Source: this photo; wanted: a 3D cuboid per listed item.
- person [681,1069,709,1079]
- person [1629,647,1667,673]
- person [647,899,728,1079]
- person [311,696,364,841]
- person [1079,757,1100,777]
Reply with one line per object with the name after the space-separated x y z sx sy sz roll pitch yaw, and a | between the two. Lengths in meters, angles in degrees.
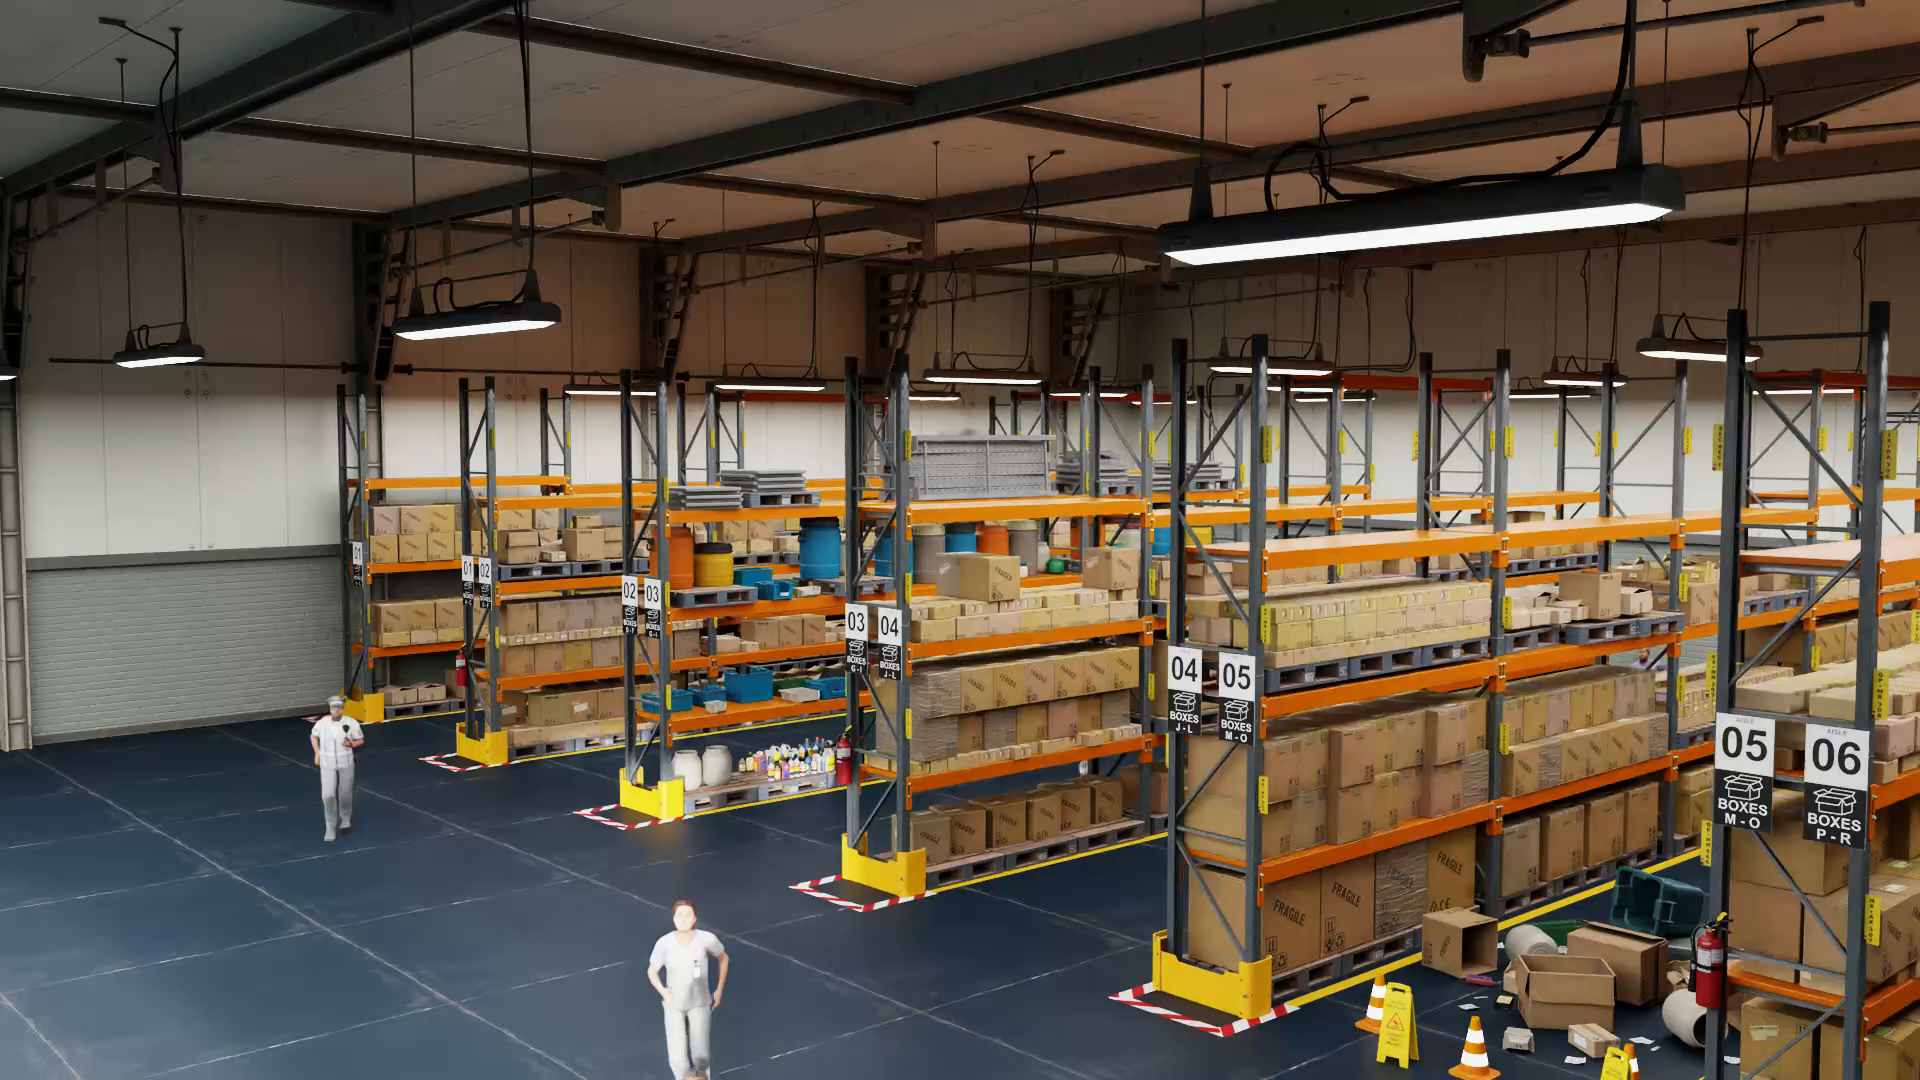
-1.447 3.755 9.176 0.624 1.613 0.528 0 4 -2 | person
11.343 2.573 27.484 0.629 1.655 0.862 3 5 36 | person
-2.059 3.525 12.576 0.601 1.636 0.578 0 4 -5 | person
-7.937 2.901 21.207 0.641 1.856 0.745 -1 4 -18 | person
1.869 2.718 23.993 0.637 1.749 0.734 3 5 37 | person
